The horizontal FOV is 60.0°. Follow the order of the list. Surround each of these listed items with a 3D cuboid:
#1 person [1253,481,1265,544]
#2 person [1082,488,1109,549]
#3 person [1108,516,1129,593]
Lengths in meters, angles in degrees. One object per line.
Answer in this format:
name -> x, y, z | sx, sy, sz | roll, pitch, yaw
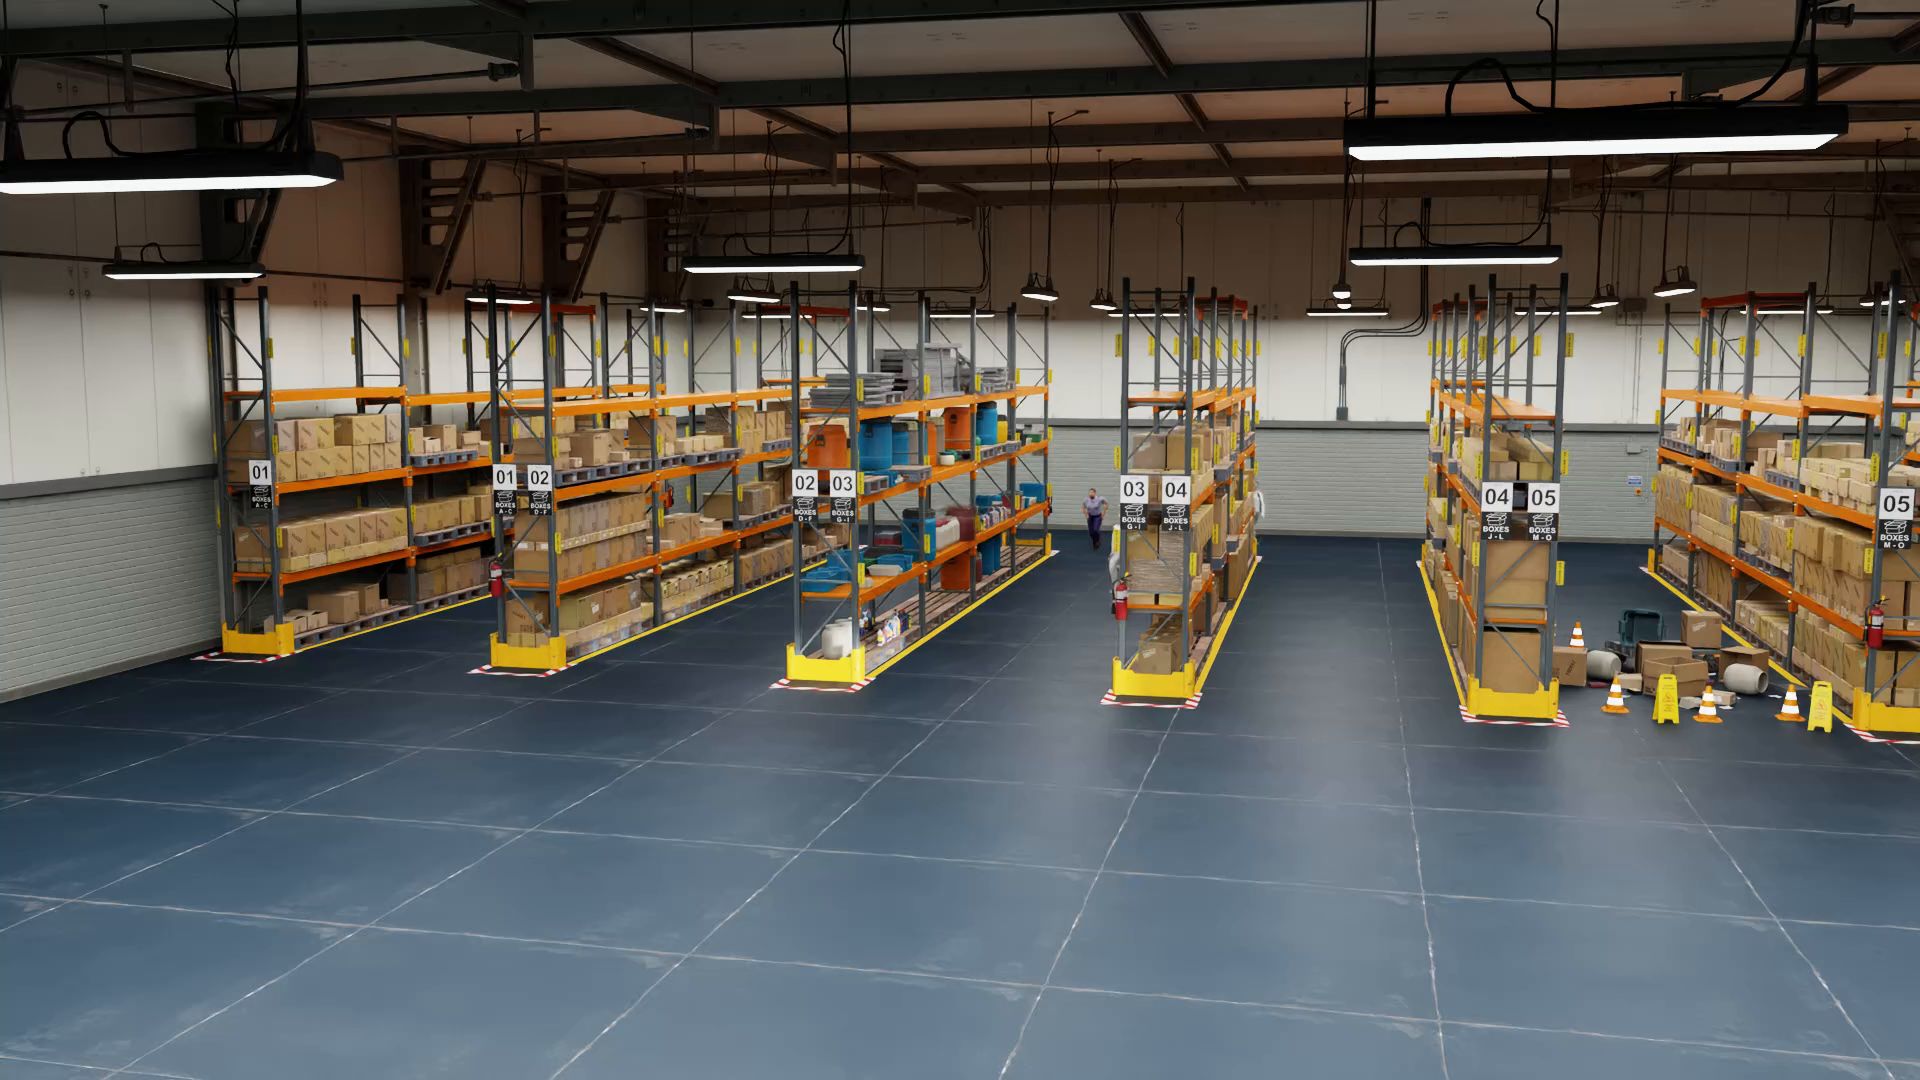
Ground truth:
person -> 7.554, -0.727, 42.683 | 0.474, 1.603, 1.069 | -2, 7, -13
person -> 3.385, -0.537, 41.538 | 0.630, 1.554, 0.744 | 3, 7, 22
person -> 3.203, 0.219, 32.563 | 0.593, 1.548, 1.125 | 1, 7, 10
